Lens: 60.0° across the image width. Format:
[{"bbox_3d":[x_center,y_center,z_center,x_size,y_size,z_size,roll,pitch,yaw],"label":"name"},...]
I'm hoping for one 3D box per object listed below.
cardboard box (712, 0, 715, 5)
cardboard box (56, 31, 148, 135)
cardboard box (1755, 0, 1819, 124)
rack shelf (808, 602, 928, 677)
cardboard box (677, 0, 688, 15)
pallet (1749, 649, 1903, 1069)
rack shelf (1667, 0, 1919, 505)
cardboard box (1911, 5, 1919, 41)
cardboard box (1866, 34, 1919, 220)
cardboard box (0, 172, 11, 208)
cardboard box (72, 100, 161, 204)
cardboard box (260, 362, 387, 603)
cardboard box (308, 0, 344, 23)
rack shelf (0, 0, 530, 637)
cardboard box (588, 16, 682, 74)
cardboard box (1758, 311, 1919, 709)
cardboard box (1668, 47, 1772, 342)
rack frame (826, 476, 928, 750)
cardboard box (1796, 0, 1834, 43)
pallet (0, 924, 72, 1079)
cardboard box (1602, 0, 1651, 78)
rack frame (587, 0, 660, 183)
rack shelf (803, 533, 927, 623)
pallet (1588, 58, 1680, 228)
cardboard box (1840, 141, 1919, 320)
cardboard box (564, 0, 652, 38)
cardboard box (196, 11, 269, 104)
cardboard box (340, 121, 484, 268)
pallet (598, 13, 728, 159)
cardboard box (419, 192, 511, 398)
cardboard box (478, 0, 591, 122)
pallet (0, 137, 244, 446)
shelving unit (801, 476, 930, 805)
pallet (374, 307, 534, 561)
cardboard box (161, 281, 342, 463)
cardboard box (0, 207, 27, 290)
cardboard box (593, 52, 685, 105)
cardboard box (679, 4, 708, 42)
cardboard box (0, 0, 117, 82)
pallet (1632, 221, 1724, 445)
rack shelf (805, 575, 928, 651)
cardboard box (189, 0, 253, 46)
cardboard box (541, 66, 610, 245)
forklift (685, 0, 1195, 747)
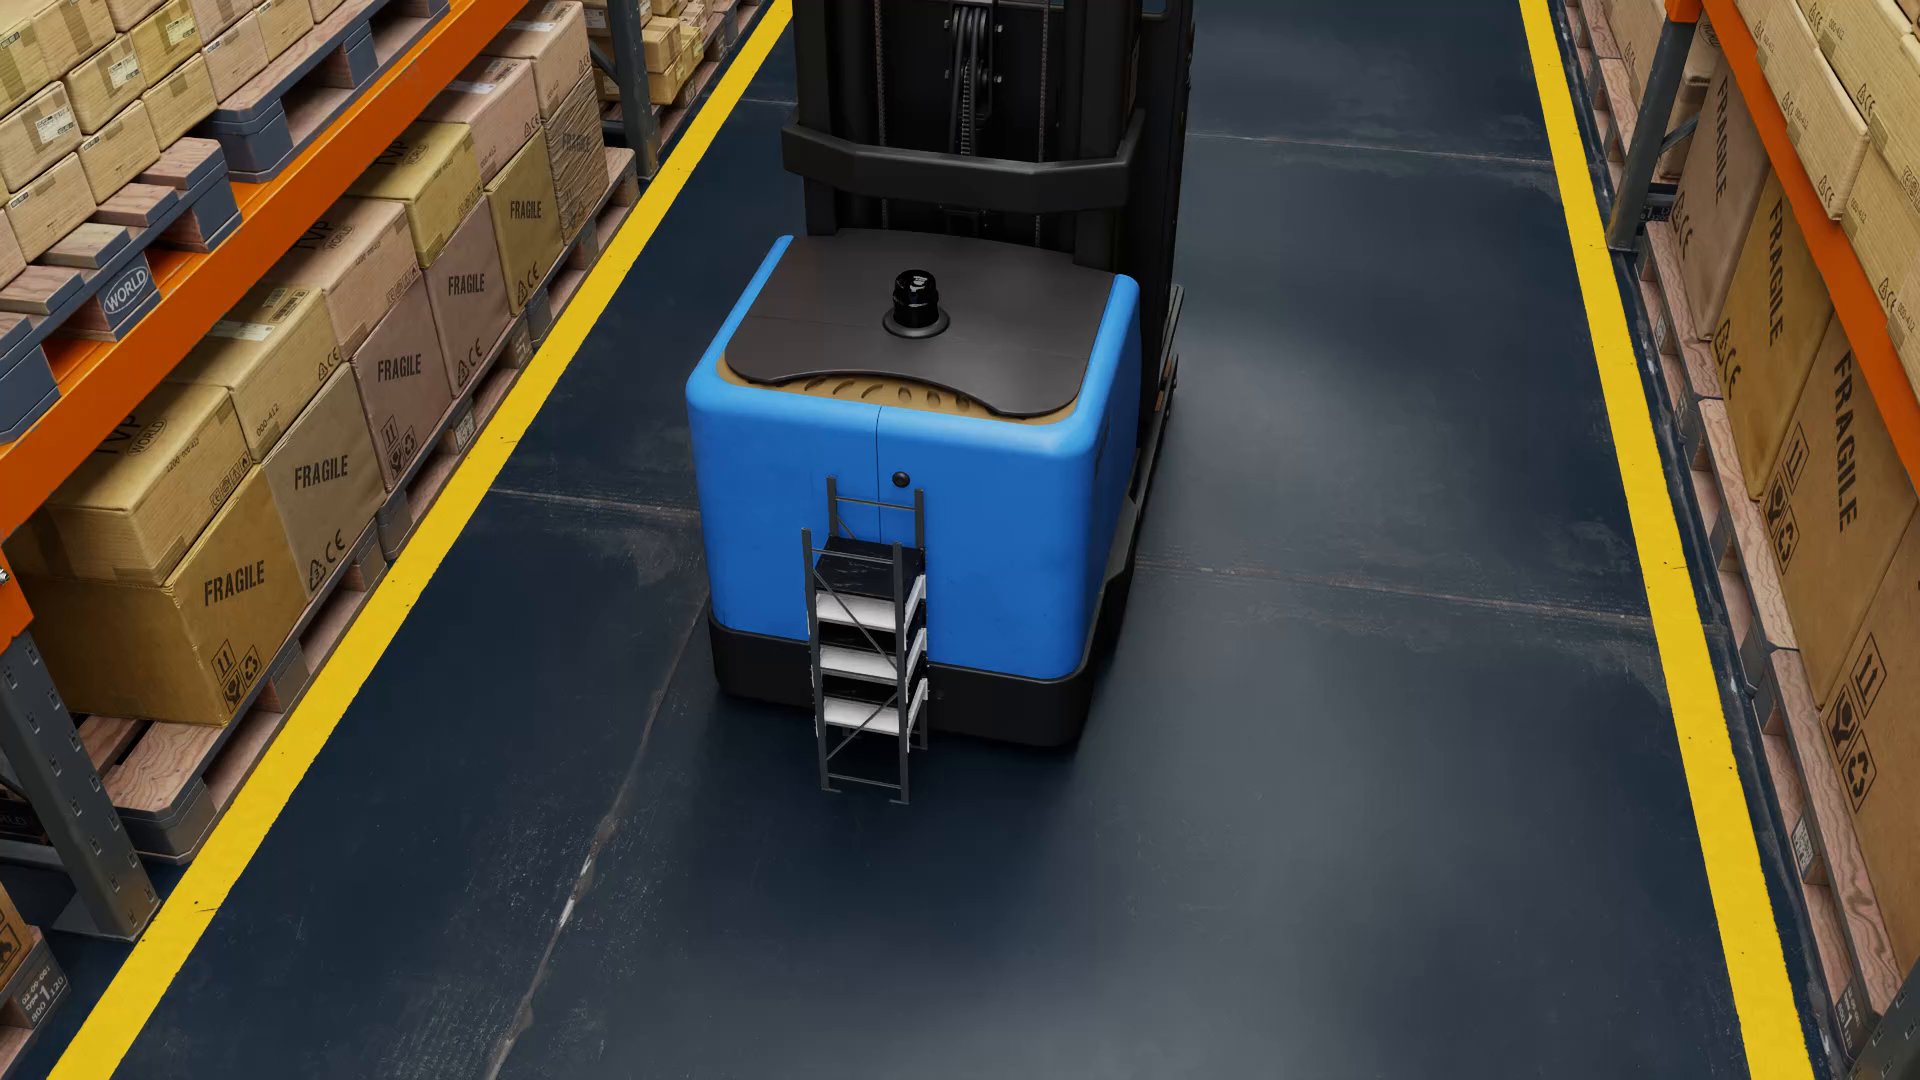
[{"bbox_3d":[-1.377,-2.697,8.065,0.380,0.149,0.250,5,40,6],"label":"cardboard box"},{"bbox_3d":[-2.124,-1.063,3.816,0.380,0.149,0.250,5,40,6],"label":"cardboard box"},{"bbox_3d":[2.563,-1.342,4.637,0.500,0.250,0.500,6,40,7],"label":"cardboard box"},{"bbox_3d":[-0.229,0.230,4.177,0.258,0.077,0.200,8,40,10],"label":"rack shelf"},{"bbox_3d":[-1.461,-2.470,7.558,0.380,0.149,0.250,6,40,7],"label":"cardboard box"},{"bbox_3d":[2.610,0.807,4.109,1.003,0.211,1.213,6,40,8],"label":"pallet"},{"bbox_3d":[2.746,-0.759,4.379,1.077,0.370,4.000,6,40,8],"label":"rack shelf"},{"bbox_3d":[2.405,-1.193,3.475,0.500,0.500,0.500,6,40,8],"label":"cardboard box"},{"bbox_3d":[2.387,-0.894,3.703,0.500,0.250,0.500,5,40,7],"label":"cardboard box"},{"bbox_3d":[-2.212,-0.725,3.407,0.380,0.149,0.250,8,40,10],"label":"cardboard box"},{"bbox_3d":[-2.124,-0.925,3.883,0.380,0.149,0.250,8,40,10],"label":"cardboard box"},{"bbox_3d":[-2.036,-0.194,4.763,0.500,0.500,0.500,7,40,8],"label":"cardboard box"},{"bbox_3d":[-1.943,-1.583,4.678,0.380,0.149,0.250,5,40,6],"label":"cardboard box"},{"bbox_3d":[-2.147,-1.242,4.963,1.077,0.370,4.000,6,40,8],"label":"rack shelf"},{"bbox_3d":[-1.423,-2.144,7.164,0.380,0.149,0.250,8,40,10],"label":"cardboard box"},{"bbox_3d":[2.759,-0.108,4.365,0.875,0.875,0.875,7,40,8],"label":"cardboard box"},{"bbox_3d":[3.063,-1.237,5.730,0.875,0.875,0.875,8,40,9],"label":"cardboard box"},{"bbox_3d":[-0.206,0.210,4.289,0.240,0.900,0.006,8,40,10],"label":"rack frame"},{"bbox_3d":[2.562,-1.538,4.481,0.500,0.250,0.500,7,40,8],"label":"cardboard box"},{"bbox_3d":[-2.704,1.297,3.515,1.003,0.211,1.213,6,40,8],"label":"pallet"},{"bbox_3d":[3.461,-2.410,7.493,0.875,0.438,0.875,5,40,6],"label":"cardboard box"},{"bbox_3d":[-1.801,-2.774,6.251,1.000,3.000,0.127,6,40,8],"label":"rack frame"},{"bbox_3d":[-0.229,0.091,4.062,0.258,0.077,0.200,8,40,10],"label":"rack shelf"},{"bbox_3d":[3.300,-1.686,7.123,1.003,0.211,1.213,6,40,8],"label":"pallet"},{"bbox_3d":[2.407,-0.706,3.868,0.500,0.250,0.500,6,40,7],"label":"cardboard box"},{"bbox_3d":[-1.537,-2.260,7.070,0.380,0.149,0.250,8,40,9],"label":"cardboard box"},{"bbox_3d":[-2.035,-1.262,4.290,0.380,0.149,0.250,8,40,9],"label":"cardboard box"},{"bbox_3d":[-1.860,-1.112,5.285,0.500,0.250,0.500,5,40,6],"label":"cardboard box"},{"bbox_3d":[-1.720,-2.125,7.655,1.003,0.211,1.213,6,40,8],"label":"pallet"},{"bbox_3d":[-1.863,-0.837,5.541,0.500,0.500,0.500,6,40,7],"label":"cardboard box"},{"bbox_3d":[-1.681,-1.766,6.076,0.500,0.250,0.500,5,40,6],"label":"cardboard box"},{"bbox_3d":[-2.475,-0.649,3.831,1.213,0.211,1.003,6,40,8],"label":"pallet"},{"bbox_3d":[-0.229,0.273,4.213,0.258,0.900,0.210,8,40,10],"label":"shelving unit"},{"bbox_3d":[-2.143,-0.443,5.620,1.003,0.211,1.213,6,40,8],"label":"pallet"},{"bbox_3d":[-2.048,-0.476,4.515,0.500,0.250,0.500,6,40,7],"label":"cardboard box"},{"bbox_3d":[-2.217,-0.588,3.474,0.380,0.149,0.250,6,40,7],"label":"cardboard box"},{"bbox_3d":[-1.422,-2.030,7.260,0.380,0.149,0.250,5,40,6],"label":"cardboard box"},{"bbox_3d":[-1.384,-2.359,7.657,0.380,0.149,0.250,6,40,7],"label":"cardboard box"},{"bbox_3d":[-2.132,-1.149,3.687,0.380,0.149,0.250,6,40,7],"label":"cardboard box"},{"bbox_3d":[3.033,-0.725,5.961,1.003,0.211,1.213,6,40,8],"label":"pallet"},{"bbox_3d":[-0.229,0.160,4.120,0.258,0.077,0.200,8,40,10],"label":"rack shelf"},{"bbox_3d":[-2.037,-1.378,4.196,0.380,0.149,0.250,6,40,8],"label":"cardboard box"},{"bbox_3d":[-1.681,-1.480,6.319,0.500,0.500,0.500,6,40,7],"label":"cardboard box"},{"bbox_3d":[0.143,-1.520,4.788,1.130,2.935,3.031,8,40,10],"label":"forklift"}]
